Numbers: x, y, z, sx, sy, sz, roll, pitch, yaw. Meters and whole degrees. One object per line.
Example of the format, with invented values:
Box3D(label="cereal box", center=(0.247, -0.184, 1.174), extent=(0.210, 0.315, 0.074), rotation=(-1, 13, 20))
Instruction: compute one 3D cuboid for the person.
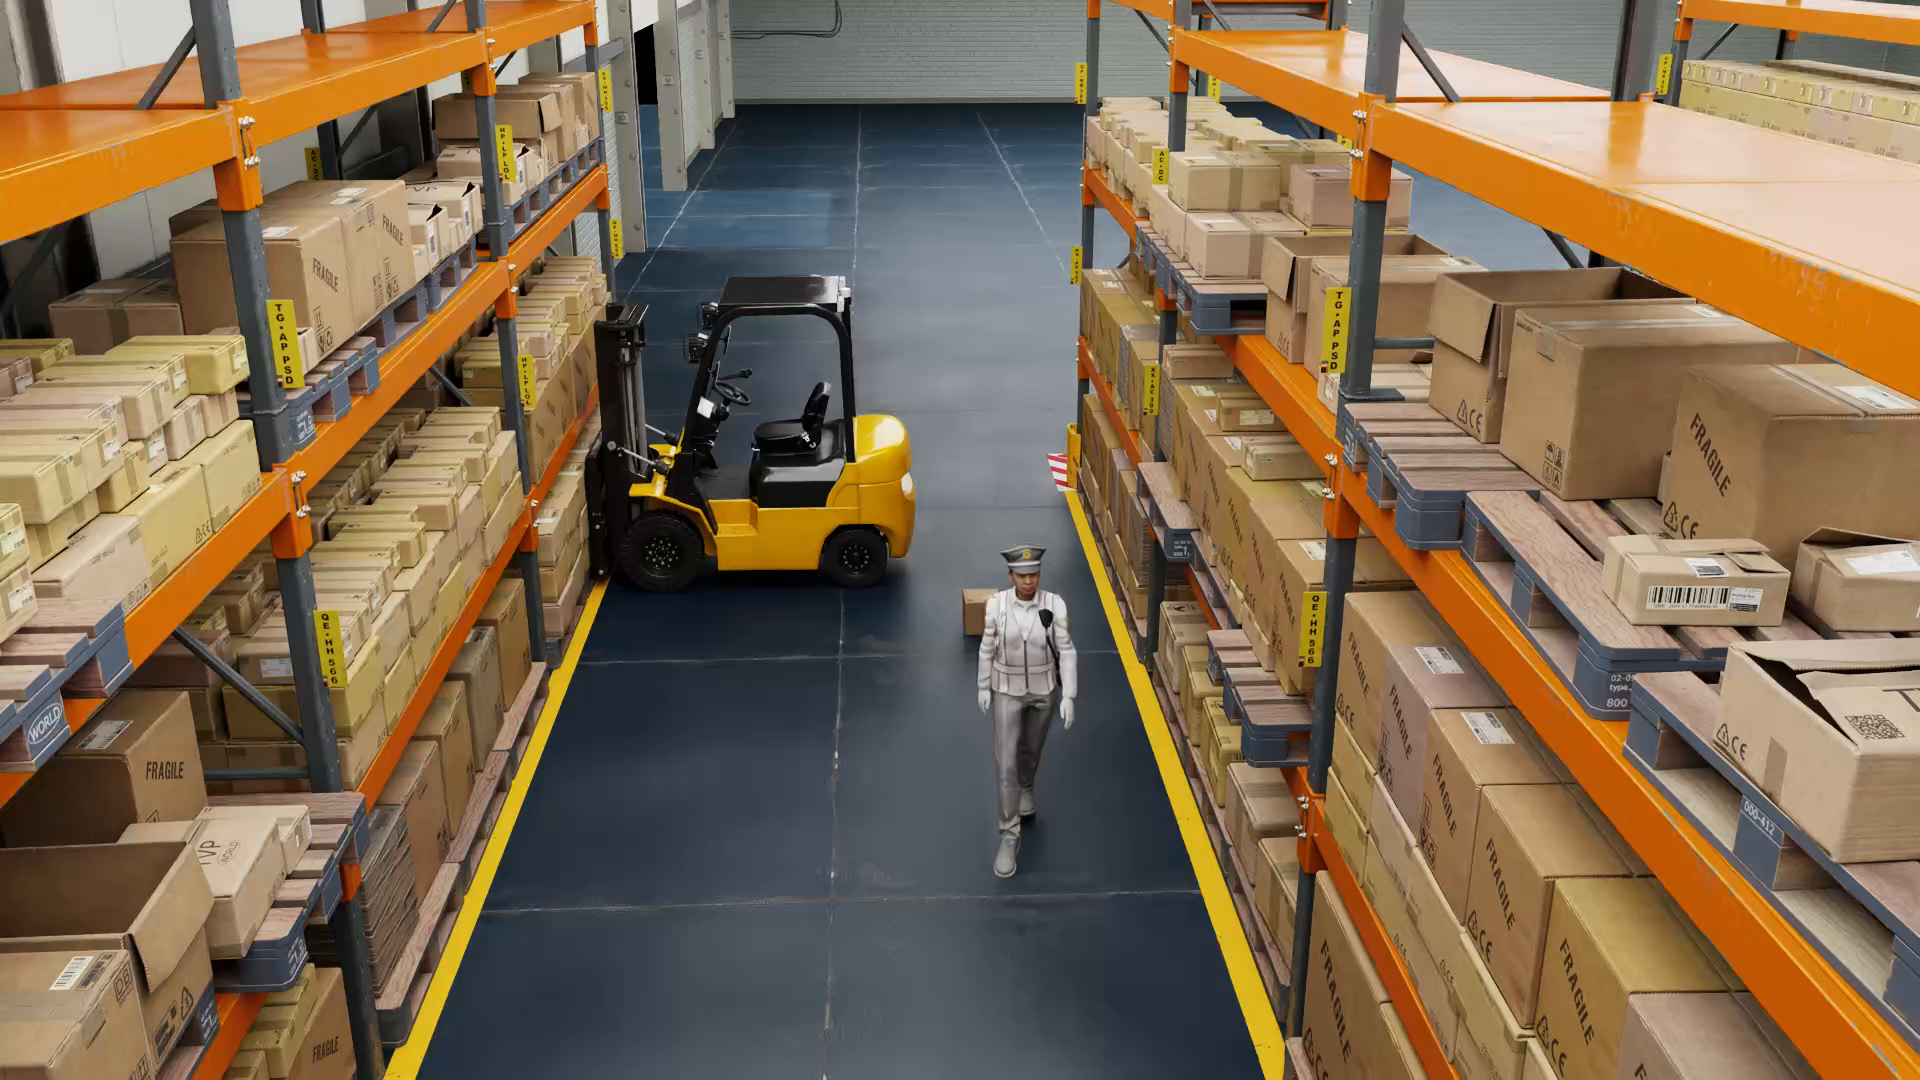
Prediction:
Box3D(label="person", center=(0.363, 0.835, 8.788), extent=(0.520, 1.672, 0.858), rotation=(-1, 21, -3))
